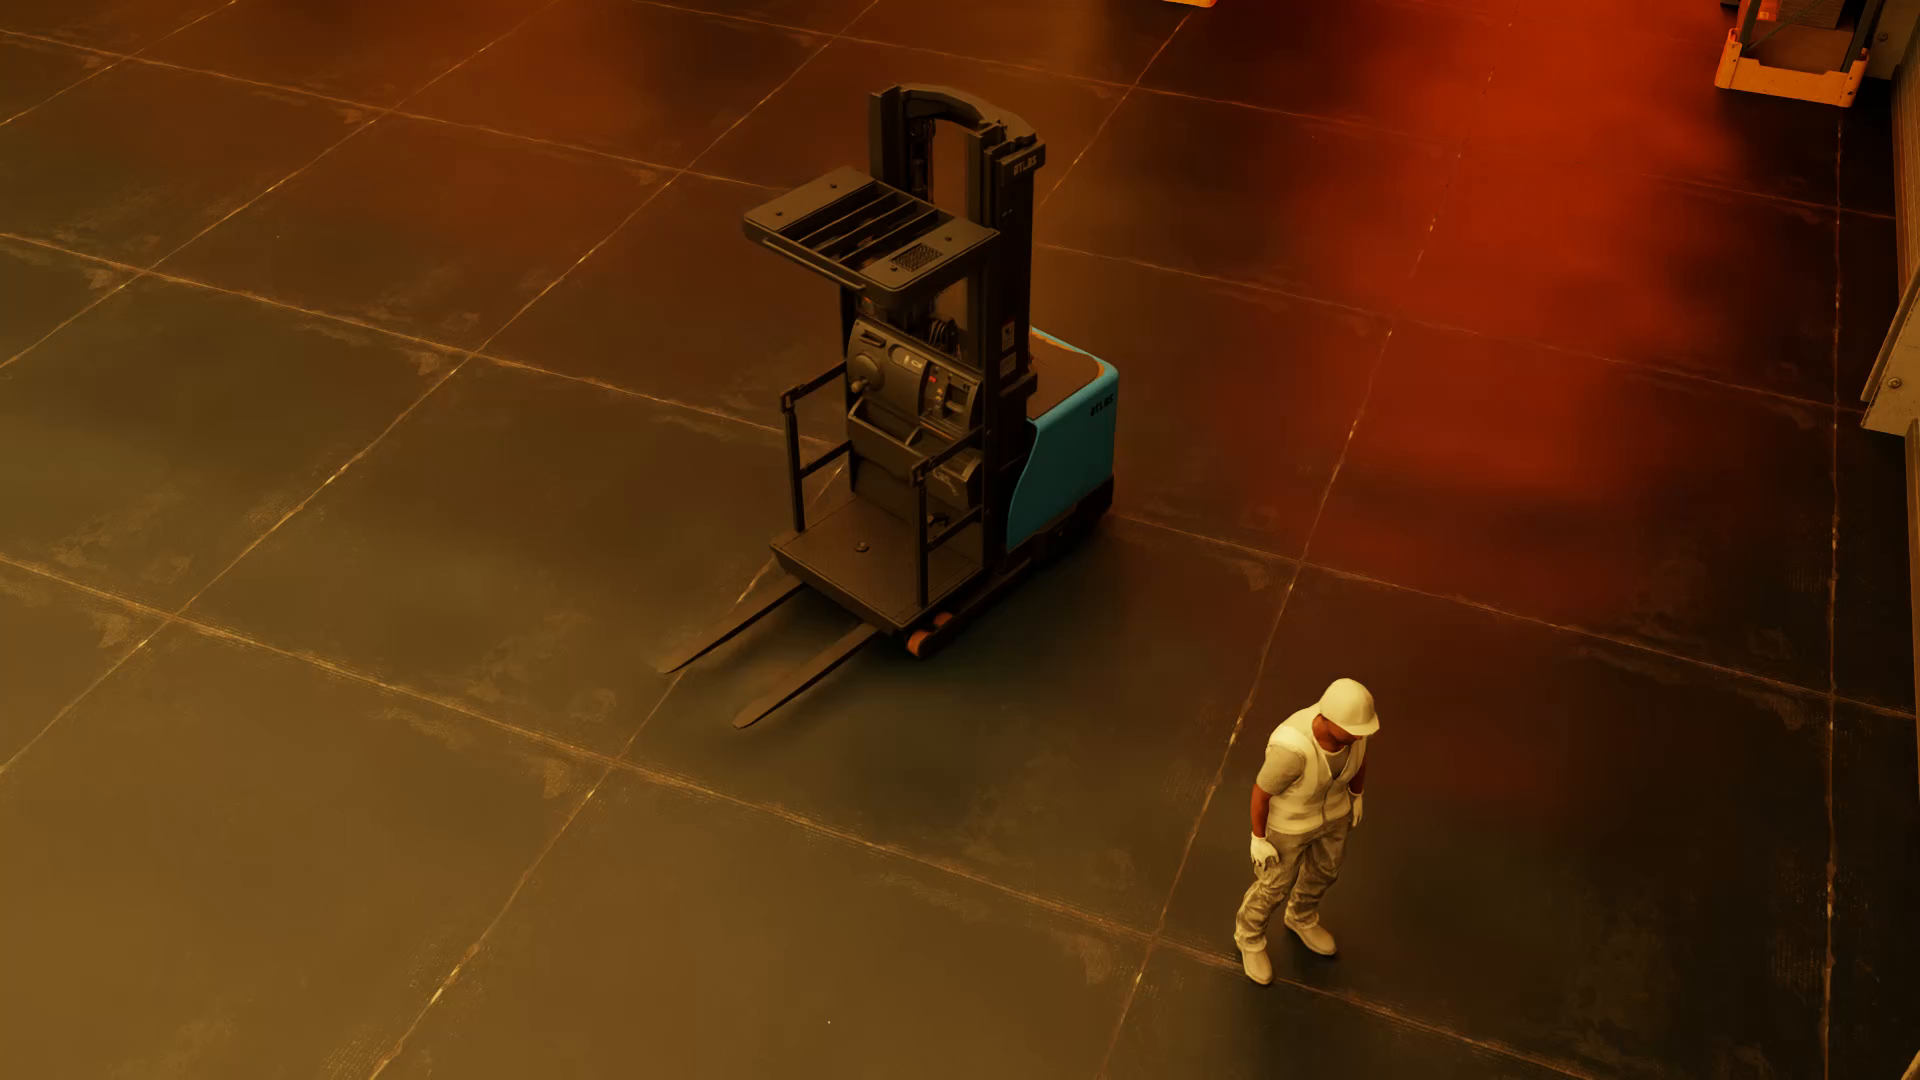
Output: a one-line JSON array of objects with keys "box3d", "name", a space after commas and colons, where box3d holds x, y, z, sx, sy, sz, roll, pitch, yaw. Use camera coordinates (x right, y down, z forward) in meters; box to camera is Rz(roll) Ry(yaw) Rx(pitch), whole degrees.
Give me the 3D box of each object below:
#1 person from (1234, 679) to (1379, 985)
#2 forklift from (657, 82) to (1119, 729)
[{"box3d": [1.554, 1.249, 7.420, 0.617, 1.772, 0.450, -19, 43, -21], "name": "person"}, {"box3d": [-0.402, -0.824, 8.991, 1.130, 2.935, 3.031, 30, 48, 31], "name": "forklift"}]
